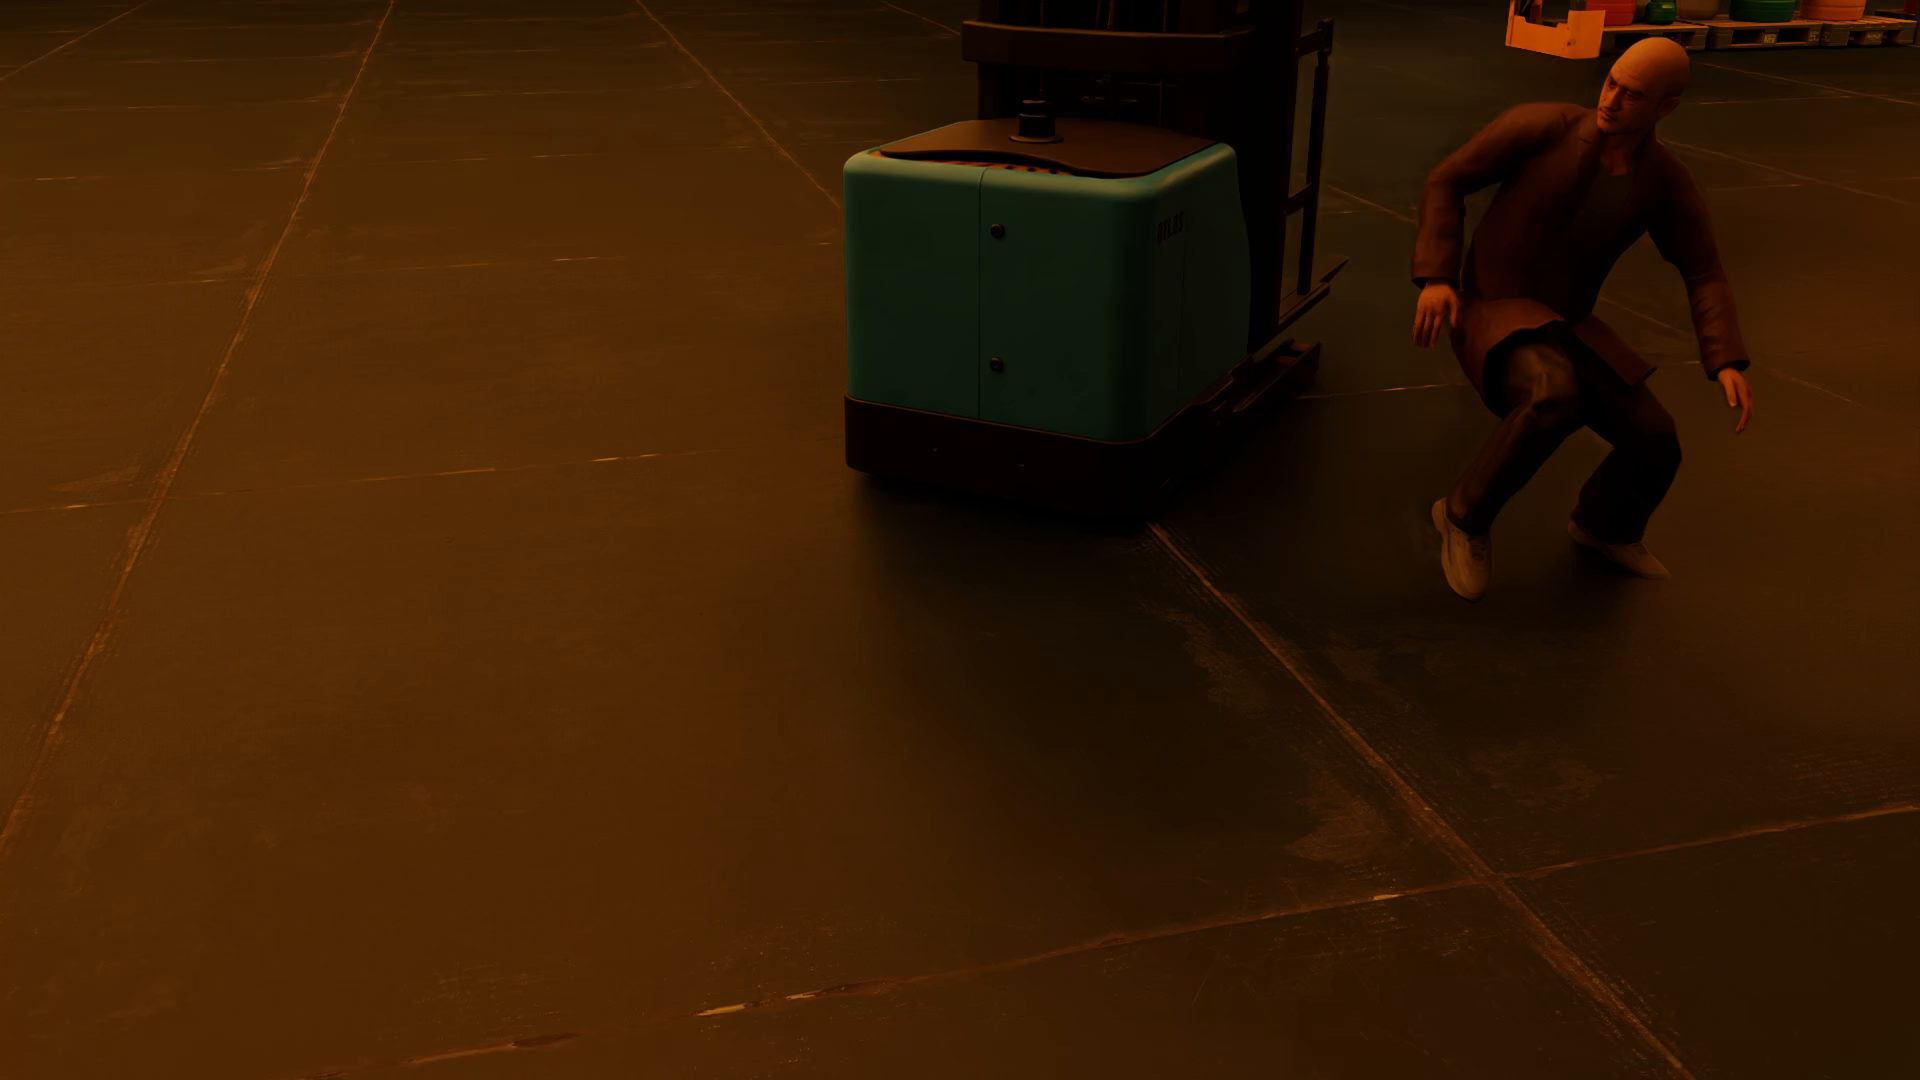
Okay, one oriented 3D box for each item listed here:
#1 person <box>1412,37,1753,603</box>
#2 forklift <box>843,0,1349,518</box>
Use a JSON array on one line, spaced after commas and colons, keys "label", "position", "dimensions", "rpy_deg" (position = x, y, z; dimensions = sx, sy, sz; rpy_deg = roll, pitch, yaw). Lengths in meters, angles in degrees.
[{"label": "person", "position": [1.665, -0.558, 4.497], "dimensions": [0.830, 1.544, 0.675], "rpy_deg": [-6, 24, -13]}, {"label": "forklift", "position": [0.750, -1.954, 5.901], "dimensions": [1.130, 2.935, 3.031], "rpy_deg": [11, 26, 25]}]
